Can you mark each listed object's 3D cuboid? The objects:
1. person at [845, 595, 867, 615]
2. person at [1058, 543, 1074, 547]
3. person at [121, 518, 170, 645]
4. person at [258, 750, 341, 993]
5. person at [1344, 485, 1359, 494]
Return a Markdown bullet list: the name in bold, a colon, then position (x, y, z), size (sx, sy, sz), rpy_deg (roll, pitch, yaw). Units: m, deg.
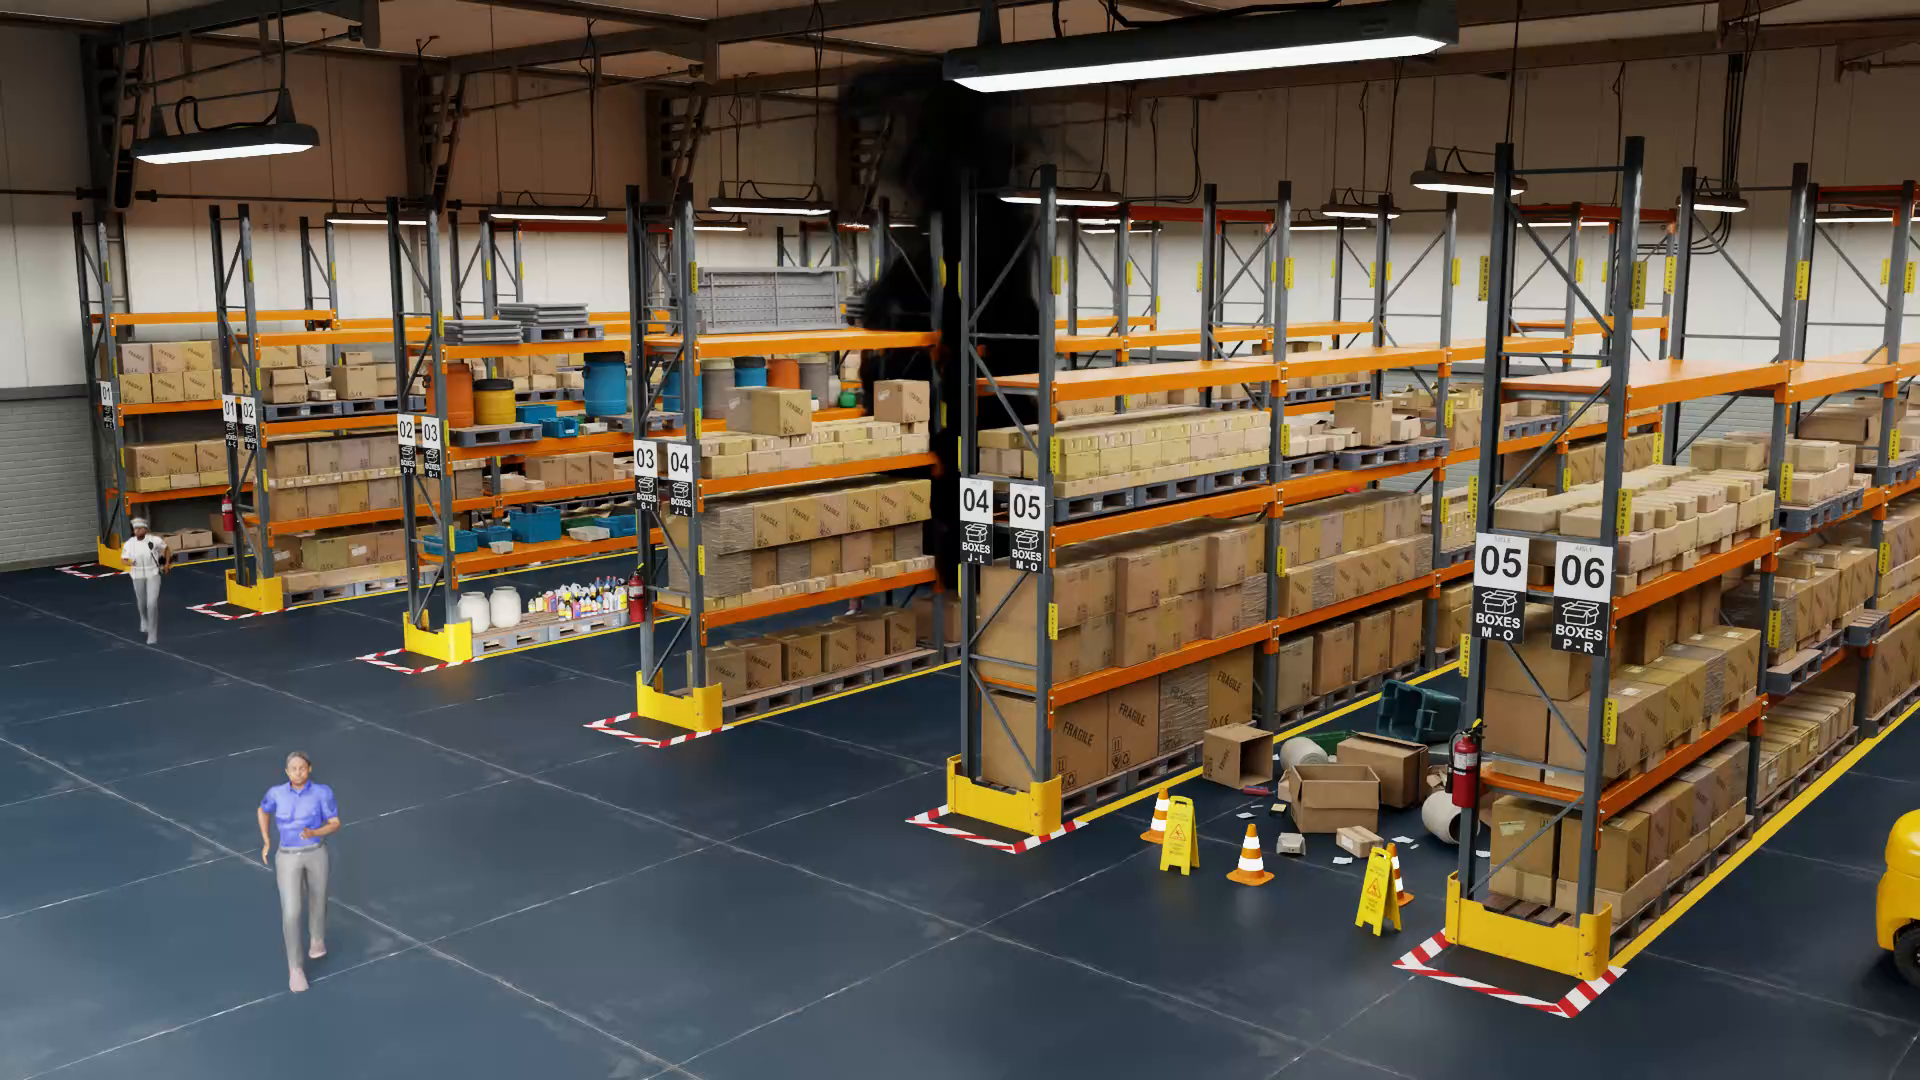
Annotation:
- **person**: position (-1.437, 0.240, 23.149), size (0.574, 1.645, 0.531), rpy_deg (9, 13, 43)
- **person**: position (1.187, 0.923, 18.689), size (0.685, 1.869, 0.749), rpy_deg (7, 12, 37)
- **person**: position (-11.234, 0.532, 22.992), size (0.587, 1.741, 0.900), rpy_deg (-3, 10, -15)
- **person**: position (-4.787, 2.368, 12.106), size (0.545, 1.720, 0.768), rpy_deg (-4, 10, -24)
- **person**: position (5.593, 0.102, 23.899), size (0.666, 1.789, 0.942), rpy_deg (9, 13, 42)
